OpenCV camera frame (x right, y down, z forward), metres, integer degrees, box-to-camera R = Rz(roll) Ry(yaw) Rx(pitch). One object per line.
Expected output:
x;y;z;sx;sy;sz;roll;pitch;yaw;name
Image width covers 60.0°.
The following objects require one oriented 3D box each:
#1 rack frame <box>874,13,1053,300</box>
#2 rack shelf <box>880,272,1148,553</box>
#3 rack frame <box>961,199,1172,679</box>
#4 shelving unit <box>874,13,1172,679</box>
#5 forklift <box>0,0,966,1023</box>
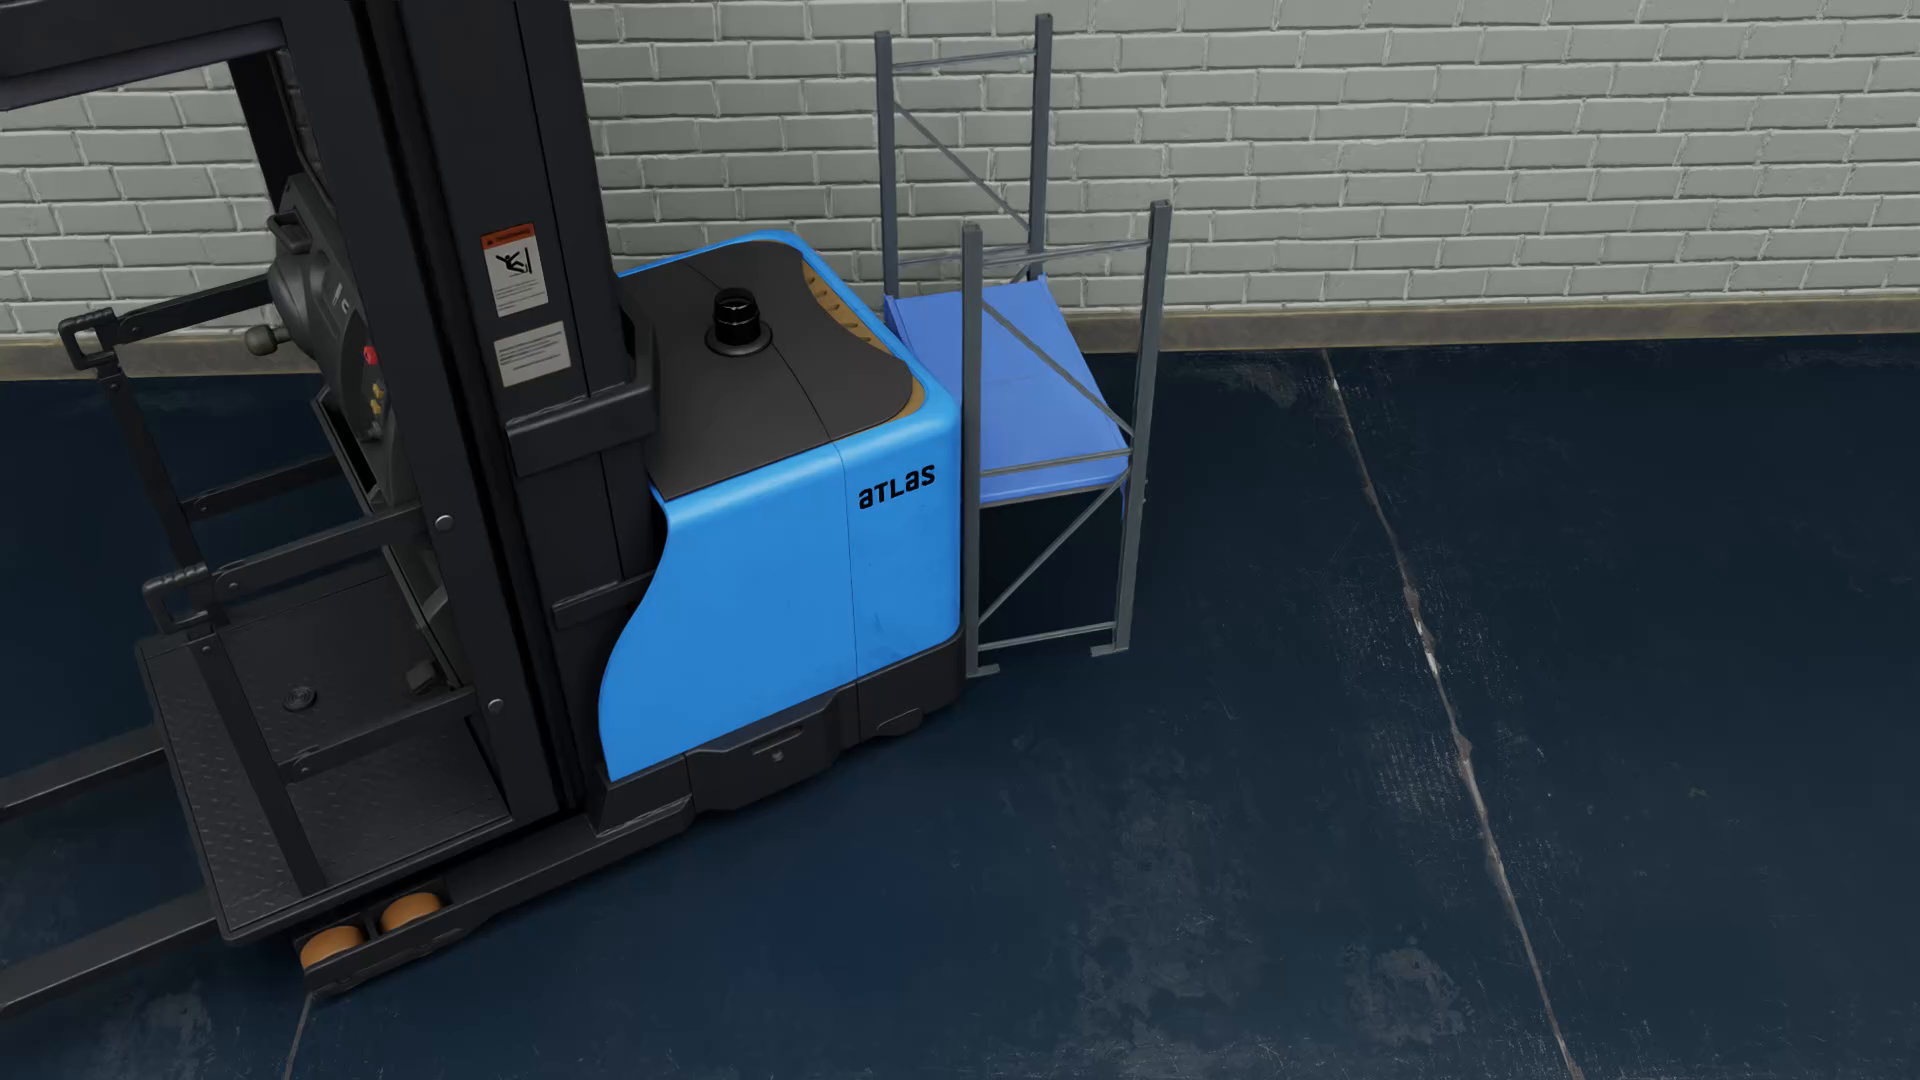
0.012;-0.867;5.086;0.500;1.500;0.032;-9;43;-10;rack frame
0.131;-0.401;4.843;0.538;0.185;1.000;-9;43;-10;rack shelf
0.250;-0.199;4.357;0.500;1.500;0.032;-9;43;-10;rack frame
0.131;-0.533;4.722;0.538;1.500;1.048;-9;43;-10;shelving unit
-1.517;-0.391;3.507;3.031;2.935;1.130;-22;47;-22;forklift
